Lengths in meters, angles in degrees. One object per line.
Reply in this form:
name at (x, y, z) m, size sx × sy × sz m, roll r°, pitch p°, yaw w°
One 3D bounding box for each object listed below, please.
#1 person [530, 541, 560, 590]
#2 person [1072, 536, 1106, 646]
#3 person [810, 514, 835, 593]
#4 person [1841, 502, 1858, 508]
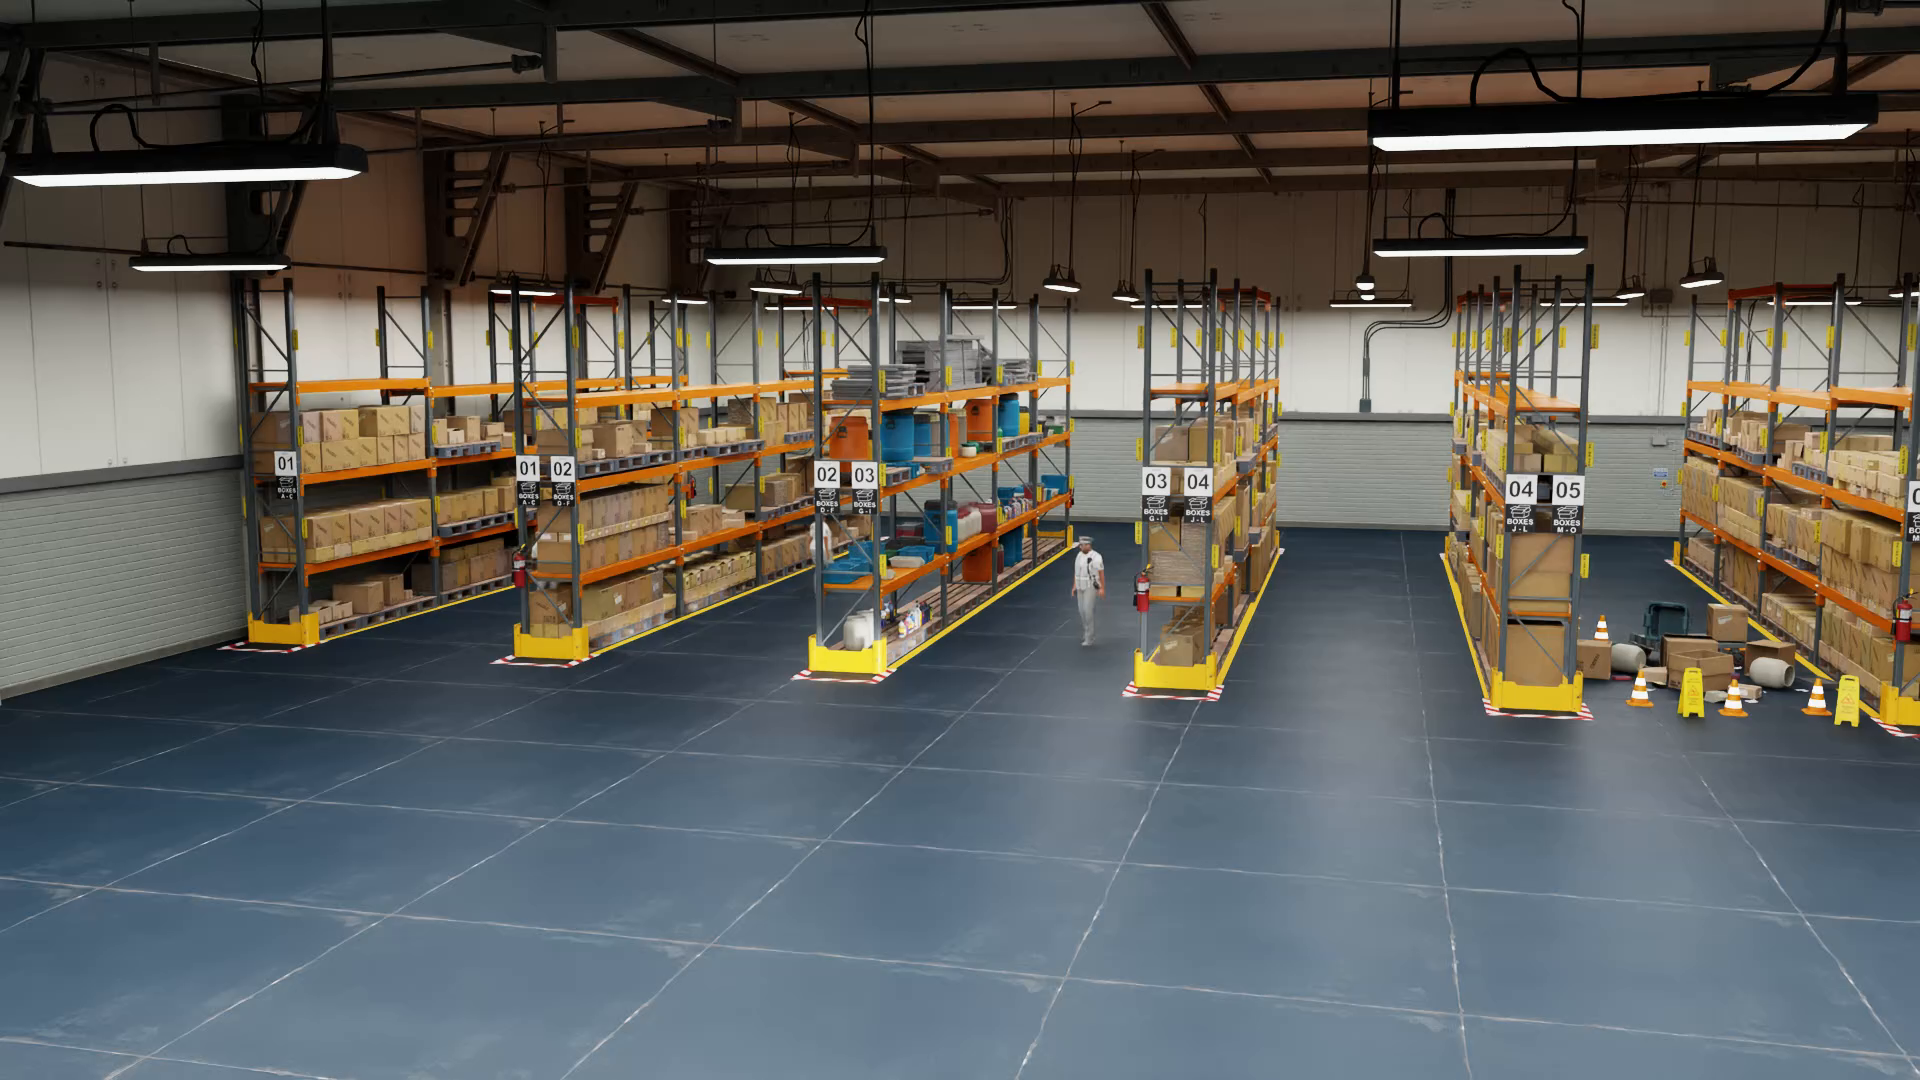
person at (-7.327, 0.595, 29.657) m, size 0.659 × 1.744 × 0.657 m, roll 0°, pitch 7°, yaw 4°
person at (2.078, 0.835, 27.678) m, size 0.614 × 1.776 × 0.640 m, roll -6°, pitch 9°, yaw -40°
person at (-2.758, 0.230, 32.968) m, size 0.541 × 1.654 × 0.505 m, roll 5°, pitch 8°, yaw 35°
person at (20.141, -0.398, 37.605) m, size 0.667 × 1.775 × 0.577 m, roll 1°, pitch 7°, yaw 8°
